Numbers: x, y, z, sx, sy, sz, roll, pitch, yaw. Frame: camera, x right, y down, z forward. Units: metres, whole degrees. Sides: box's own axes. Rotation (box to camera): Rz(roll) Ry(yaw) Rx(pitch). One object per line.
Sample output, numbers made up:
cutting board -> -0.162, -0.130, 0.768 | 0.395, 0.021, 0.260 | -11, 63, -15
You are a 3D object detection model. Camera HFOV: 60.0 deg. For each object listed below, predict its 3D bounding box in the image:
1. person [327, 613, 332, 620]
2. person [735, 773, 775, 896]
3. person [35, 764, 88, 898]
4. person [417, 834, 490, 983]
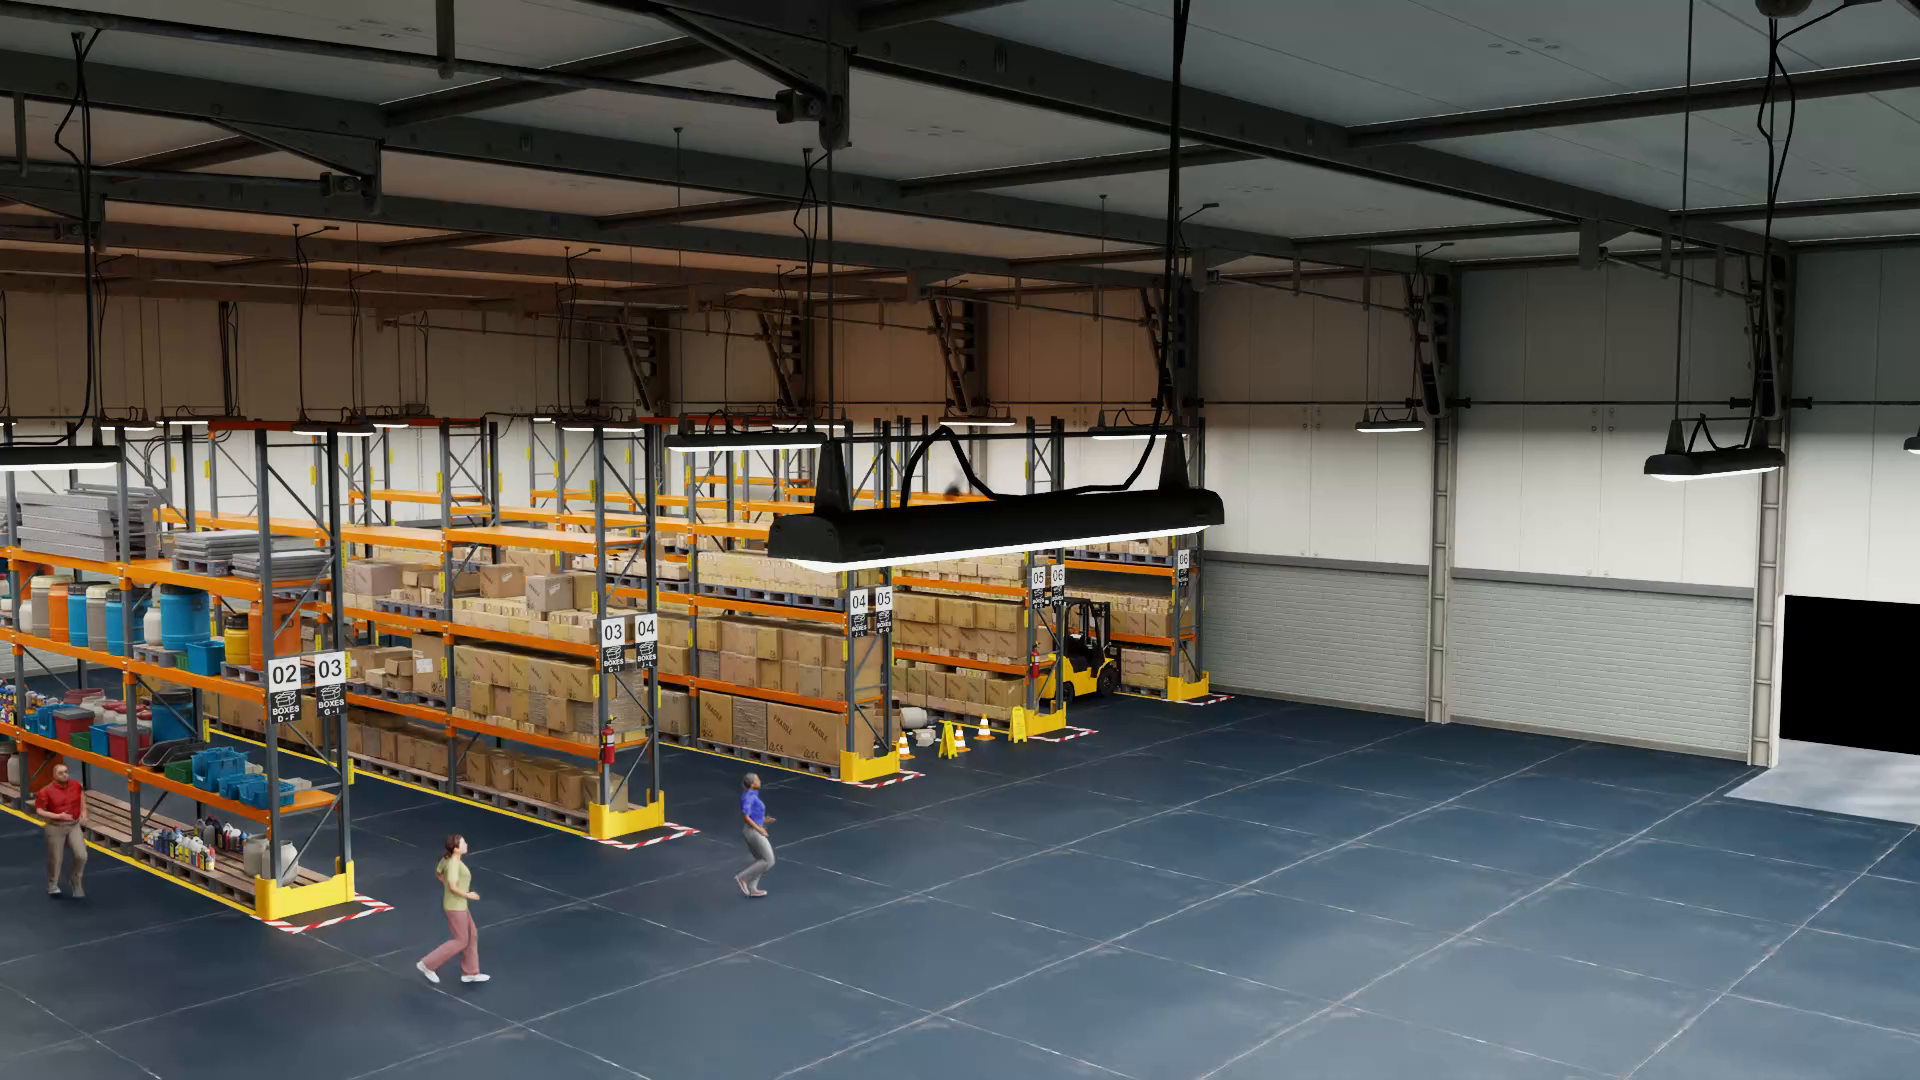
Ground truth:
person -> -14.963, 2.224, 39.105 | 0.811, 1.720, 0.764 | -3, 6, -34
person -> -2.614, 3.766, 21.244 | 0.573, 1.596, 0.571 | -2, 5, -18
person -> -11.402, 3.736, 21.189 | 0.741, 1.795, 0.677 | 4, 6, 38
person -> -5.516, 4.010, 18.040 | 0.771, 1.668, 0.602 | -2, 5, -24
